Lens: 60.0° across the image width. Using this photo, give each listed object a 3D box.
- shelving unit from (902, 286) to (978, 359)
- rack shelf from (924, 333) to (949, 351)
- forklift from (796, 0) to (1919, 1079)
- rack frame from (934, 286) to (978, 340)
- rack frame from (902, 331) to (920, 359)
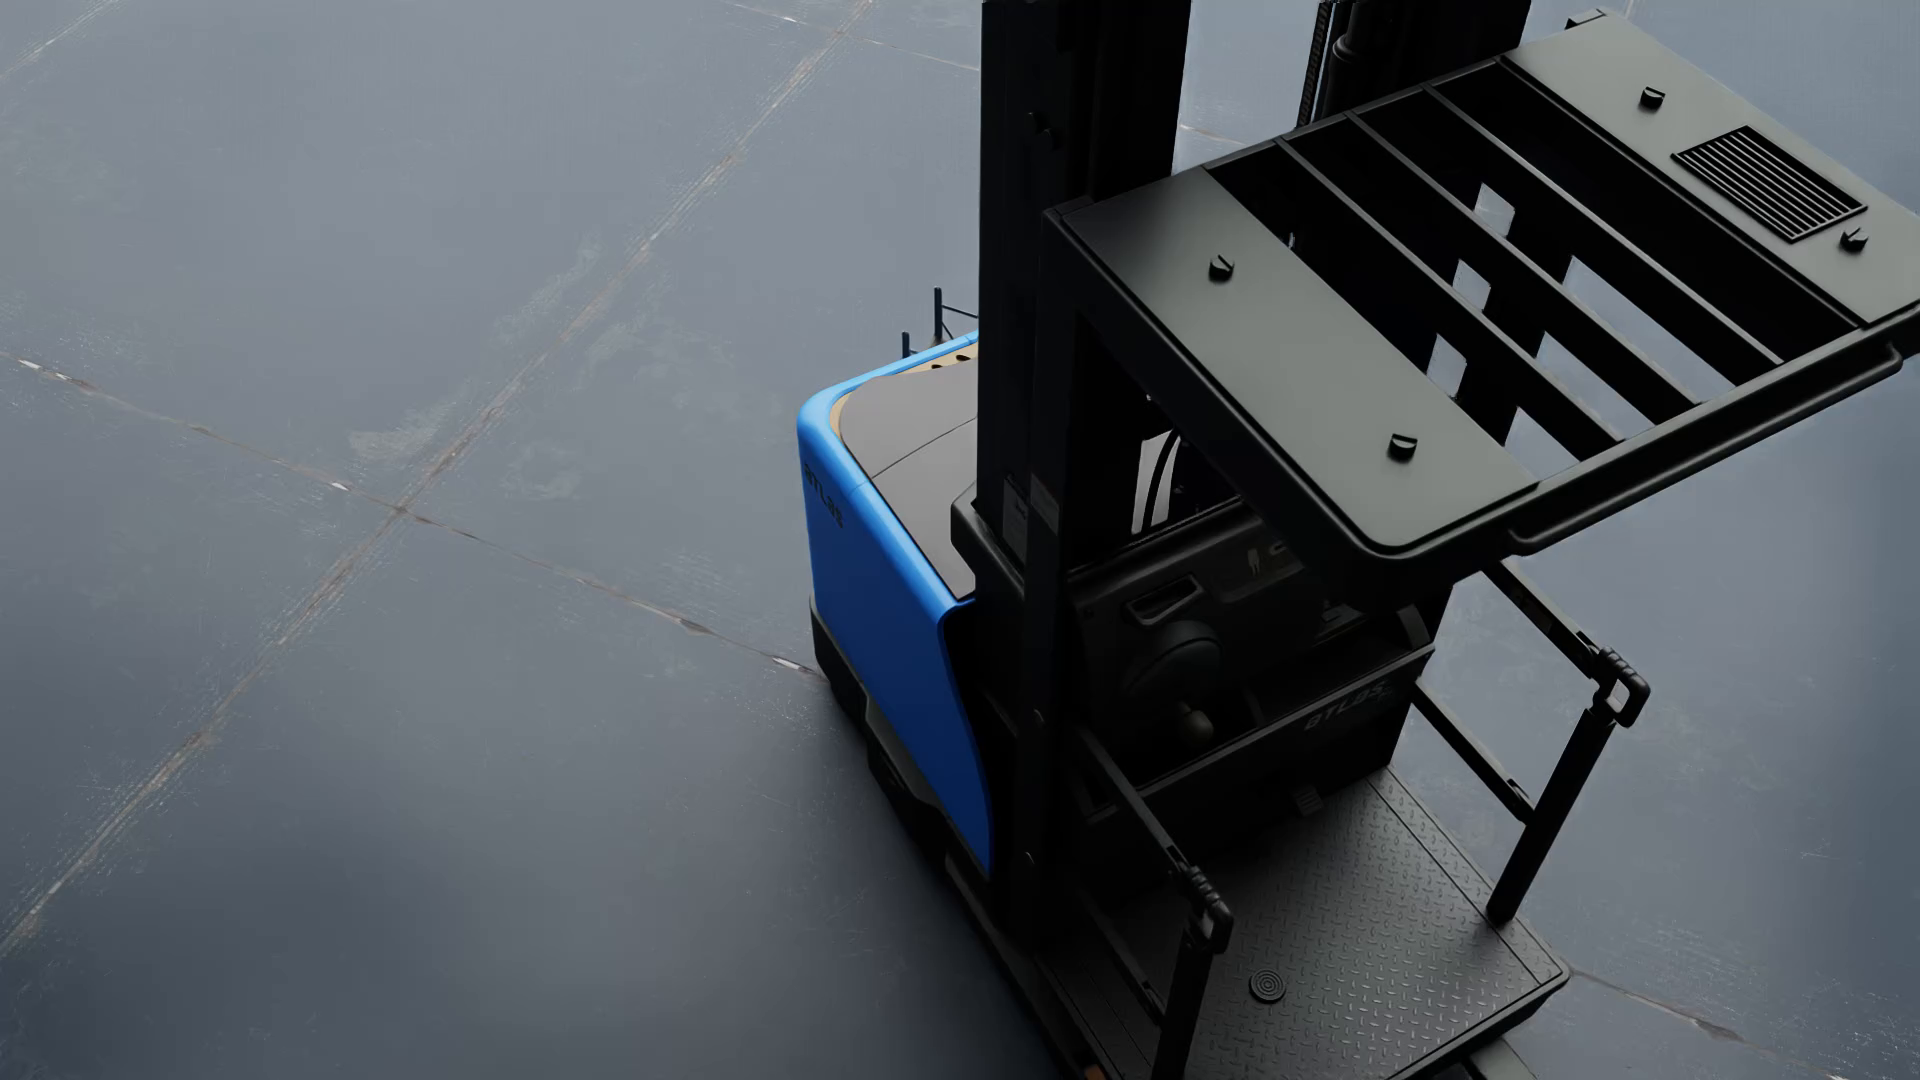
[{"bbox_3d":[-0.006,-0.311,4.923,0.258,0.900,0.210,20,52,16],"label":"shelving unit"},{"bbox_3d":[-0.006,-0.464,4.743,0.258,0.077,0.200,20,52,16],"label":"rack shelf"},{"bbox_3d":[0.740,0.193,3.161,1.130,2.935,3.031,-23,53,-19],"label":"forklift"},{"bbox_3d":[0.037,-0.380,4.983,0.240,0.900,0.006,20,52,16],"label":"rack frame"},{"bbox_3d":[-0.050,-0.241,4.864,0.240,0.900,0.006,20,52,16],"label":"rack frame"}]
